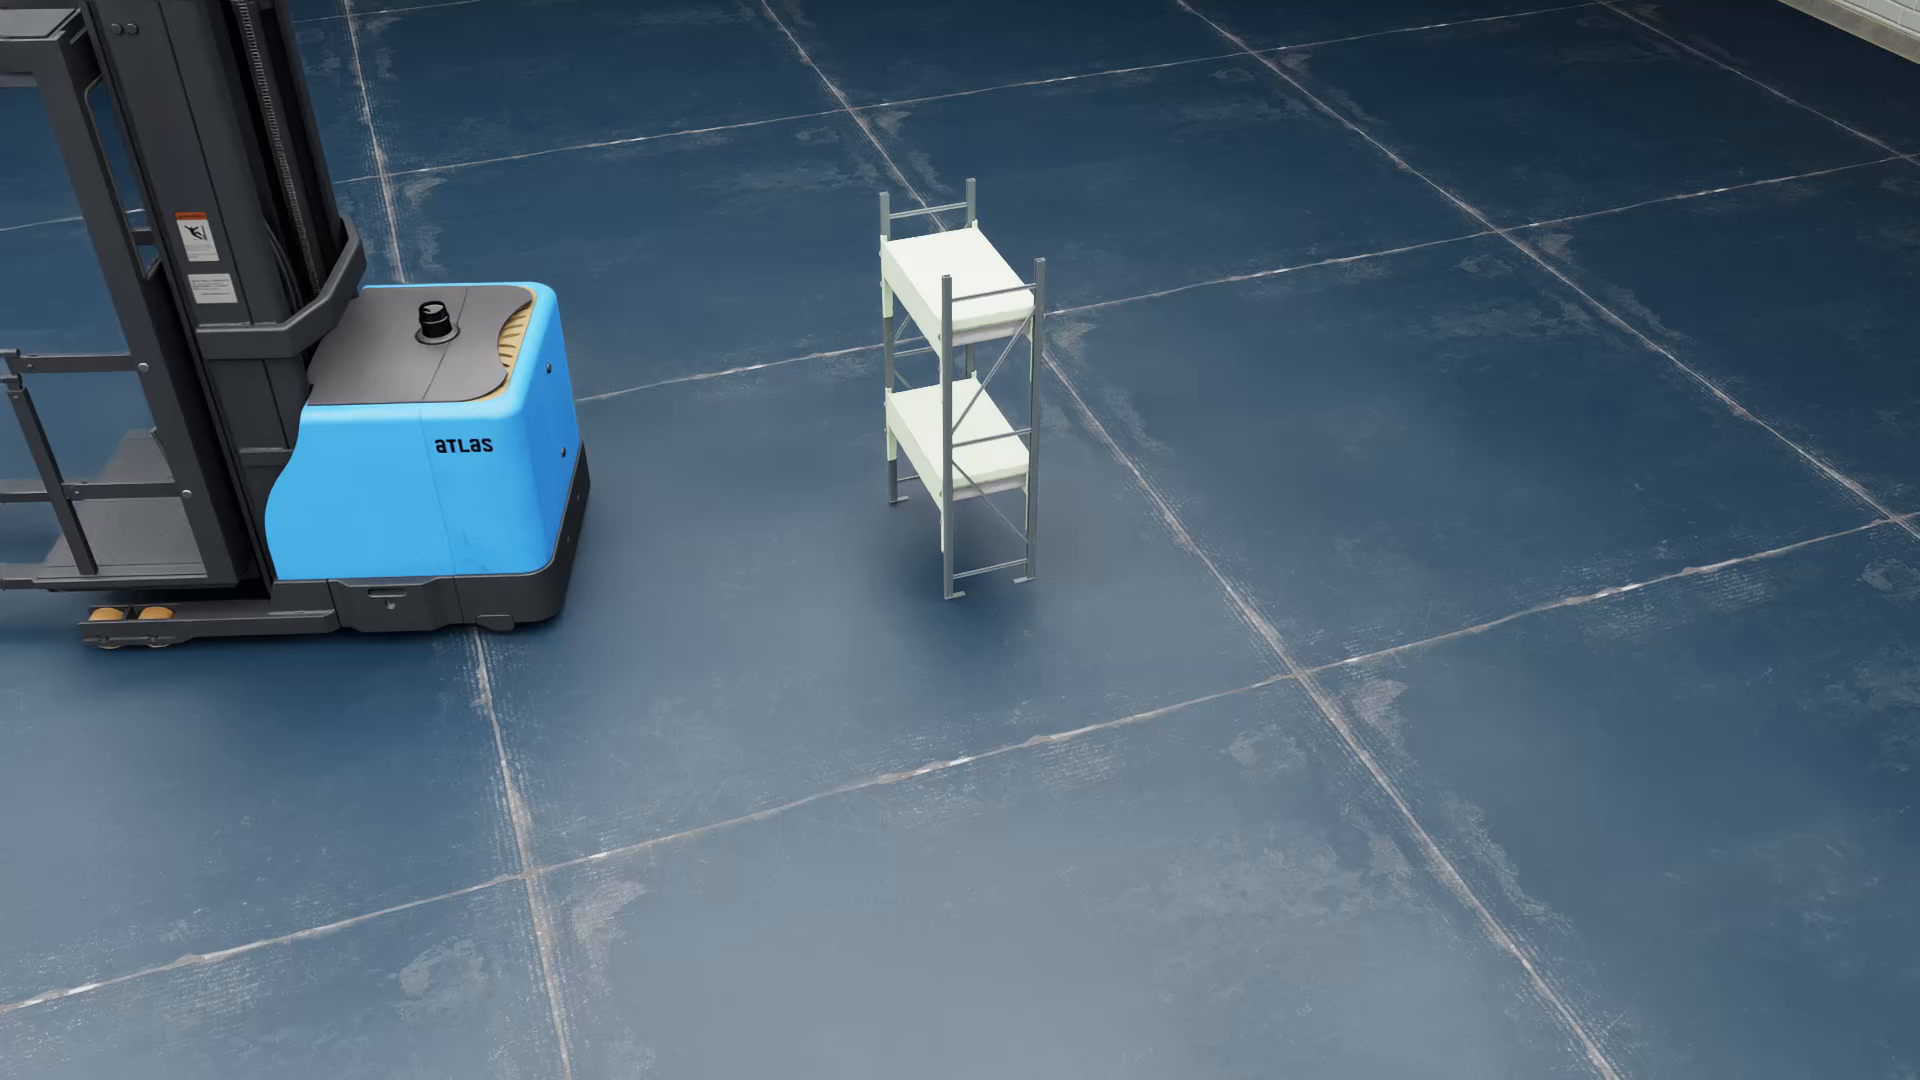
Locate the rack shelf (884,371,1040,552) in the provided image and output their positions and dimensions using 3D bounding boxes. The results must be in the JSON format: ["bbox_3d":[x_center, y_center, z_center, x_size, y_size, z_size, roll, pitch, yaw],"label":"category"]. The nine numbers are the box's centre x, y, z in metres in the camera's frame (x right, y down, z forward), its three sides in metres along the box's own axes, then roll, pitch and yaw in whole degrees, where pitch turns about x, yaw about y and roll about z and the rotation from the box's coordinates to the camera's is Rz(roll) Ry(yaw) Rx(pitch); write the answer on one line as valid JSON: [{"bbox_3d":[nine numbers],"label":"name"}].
[{"bbox_3d":[-0.002,-0.342,7.000,0.431,0.370,0.720,-12,39,-16],"label":"rack shelf"}]

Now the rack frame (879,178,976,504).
[{"bbox_3d":[-0.128,-0.810,7.078,0.400,1.500,0.023,-12,39,-16],"label":"rack frame"}]

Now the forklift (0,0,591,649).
[{"bbox_3d":[-3.150,-1.061,6.222,3.031,2.935,1.130,-2,37,-2],"label":"forklift"}]

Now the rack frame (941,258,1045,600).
[{"bbox_3d":[0.124,-0.396,6.529,0.400,1.500,0.023,-12,39,-16],"label":"rack frame"}]

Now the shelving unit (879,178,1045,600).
[{"bbox_3d":[-0.002,-0.603,6.804,0.431,1.500,0.755,-12,39,-16],"label":"shelving unit"}]

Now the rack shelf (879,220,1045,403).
[{"bbox_3d":[-0.002,-0.915,6.569,0.431,0.370,0.720,-12,39,-16],"label":"rack shelf"}]
